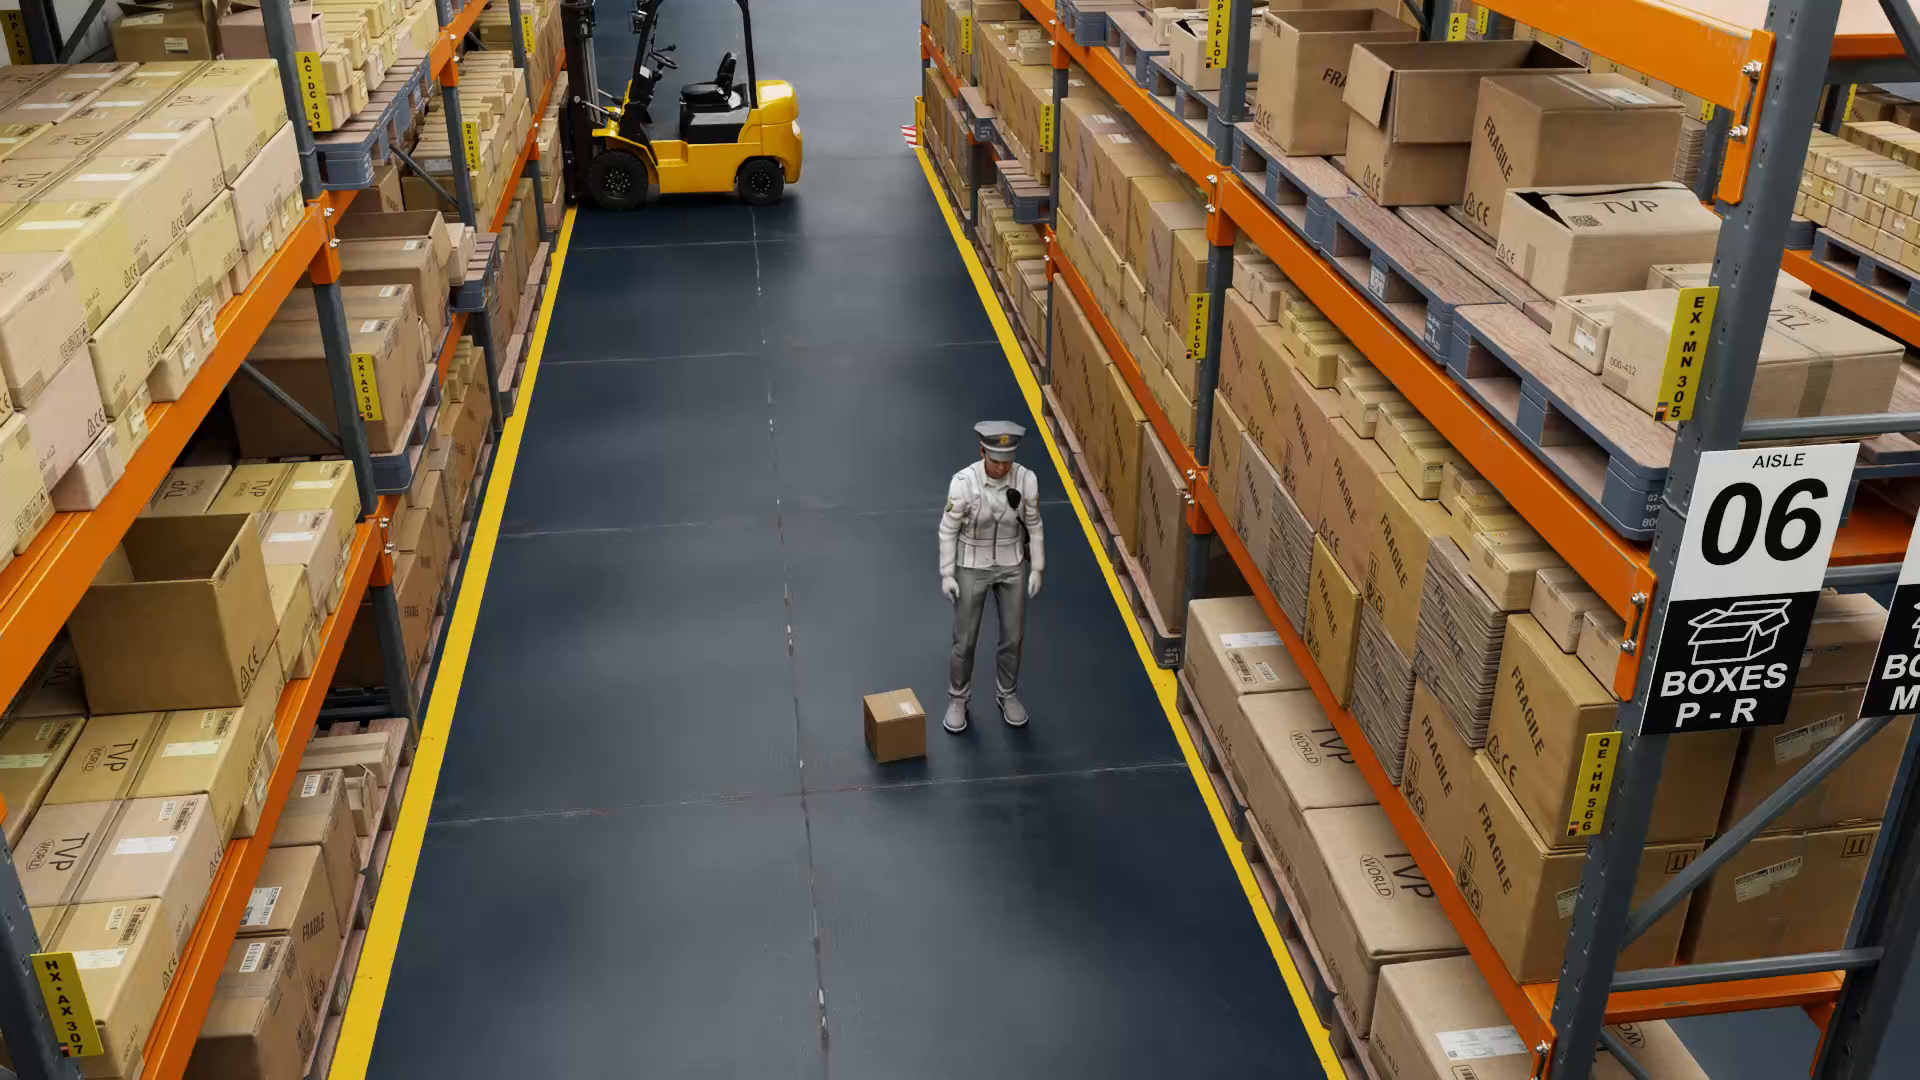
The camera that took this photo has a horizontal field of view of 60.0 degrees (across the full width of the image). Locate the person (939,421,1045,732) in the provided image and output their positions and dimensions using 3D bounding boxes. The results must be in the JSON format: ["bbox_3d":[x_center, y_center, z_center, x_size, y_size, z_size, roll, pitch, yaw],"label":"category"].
[{"bbox_3d":[0.163,0.171,8.283,0.530,1.663,0.347,-4,28,-7],"label":"person"}]
